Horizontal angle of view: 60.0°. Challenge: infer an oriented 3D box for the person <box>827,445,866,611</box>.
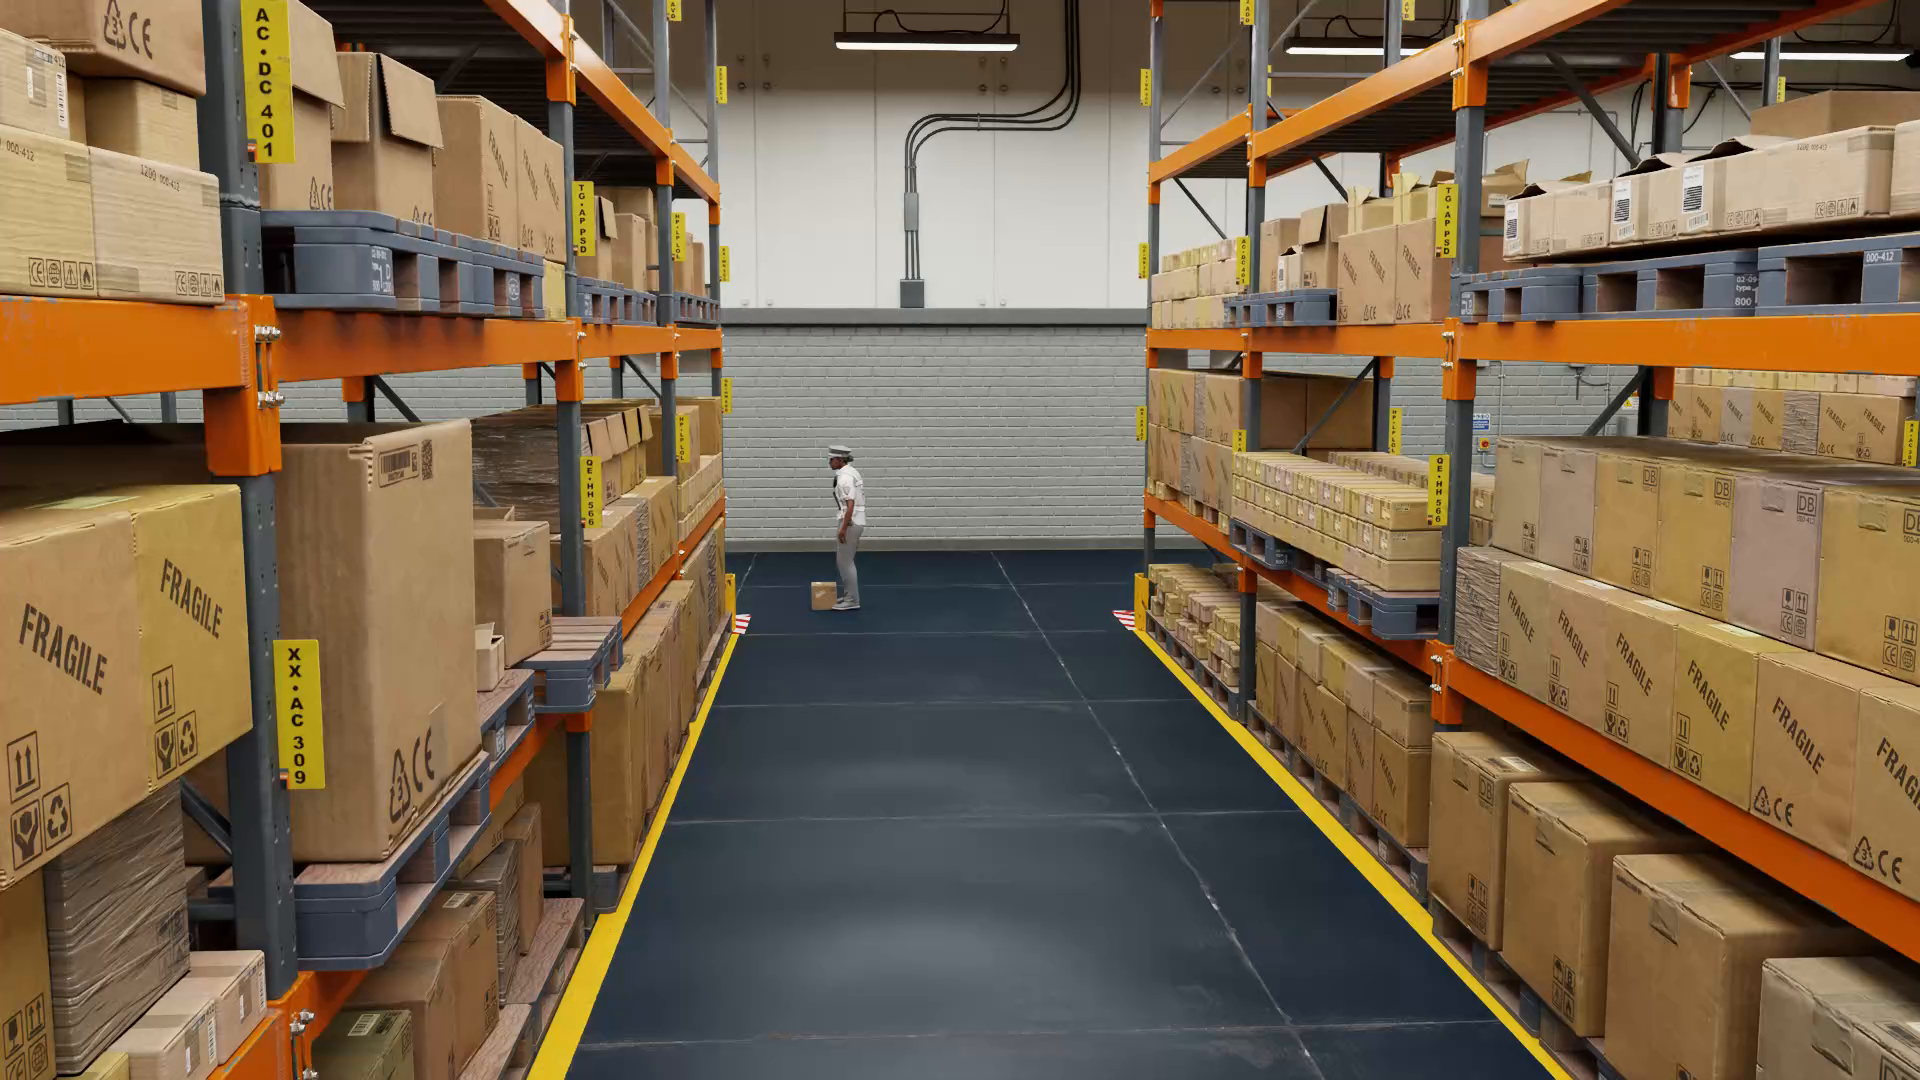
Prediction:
[{"bbox_3d":[-1.150,-0.134,16.847,0.393,1.660,0.506,0,7,-4],"label":"person"}]
